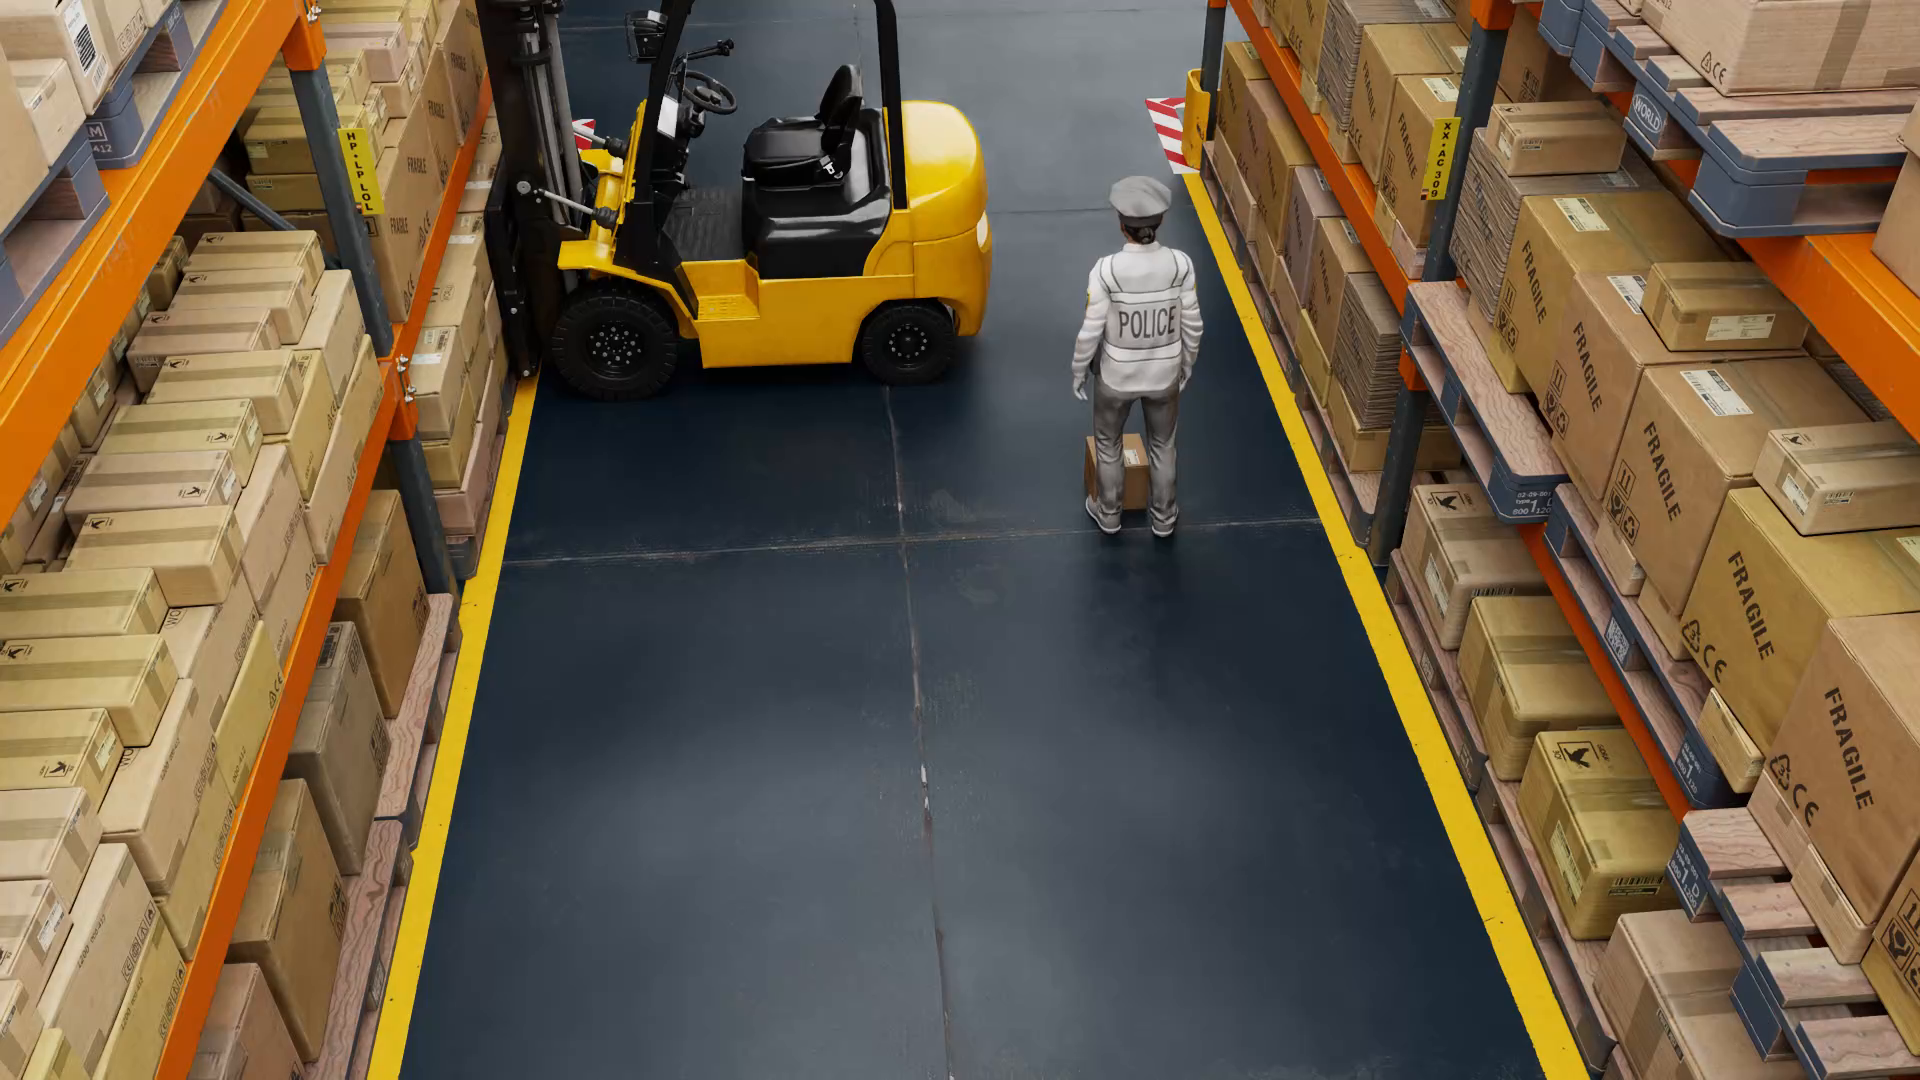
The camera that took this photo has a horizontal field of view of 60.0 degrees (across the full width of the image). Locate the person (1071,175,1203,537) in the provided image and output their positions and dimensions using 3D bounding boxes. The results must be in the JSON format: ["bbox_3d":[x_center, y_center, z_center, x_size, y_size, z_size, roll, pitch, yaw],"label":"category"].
[{"bbox_3d":[0.736,-0.718,7.025,0.545,1.667,0.407,-5,40,-6],"label":"person"}]
